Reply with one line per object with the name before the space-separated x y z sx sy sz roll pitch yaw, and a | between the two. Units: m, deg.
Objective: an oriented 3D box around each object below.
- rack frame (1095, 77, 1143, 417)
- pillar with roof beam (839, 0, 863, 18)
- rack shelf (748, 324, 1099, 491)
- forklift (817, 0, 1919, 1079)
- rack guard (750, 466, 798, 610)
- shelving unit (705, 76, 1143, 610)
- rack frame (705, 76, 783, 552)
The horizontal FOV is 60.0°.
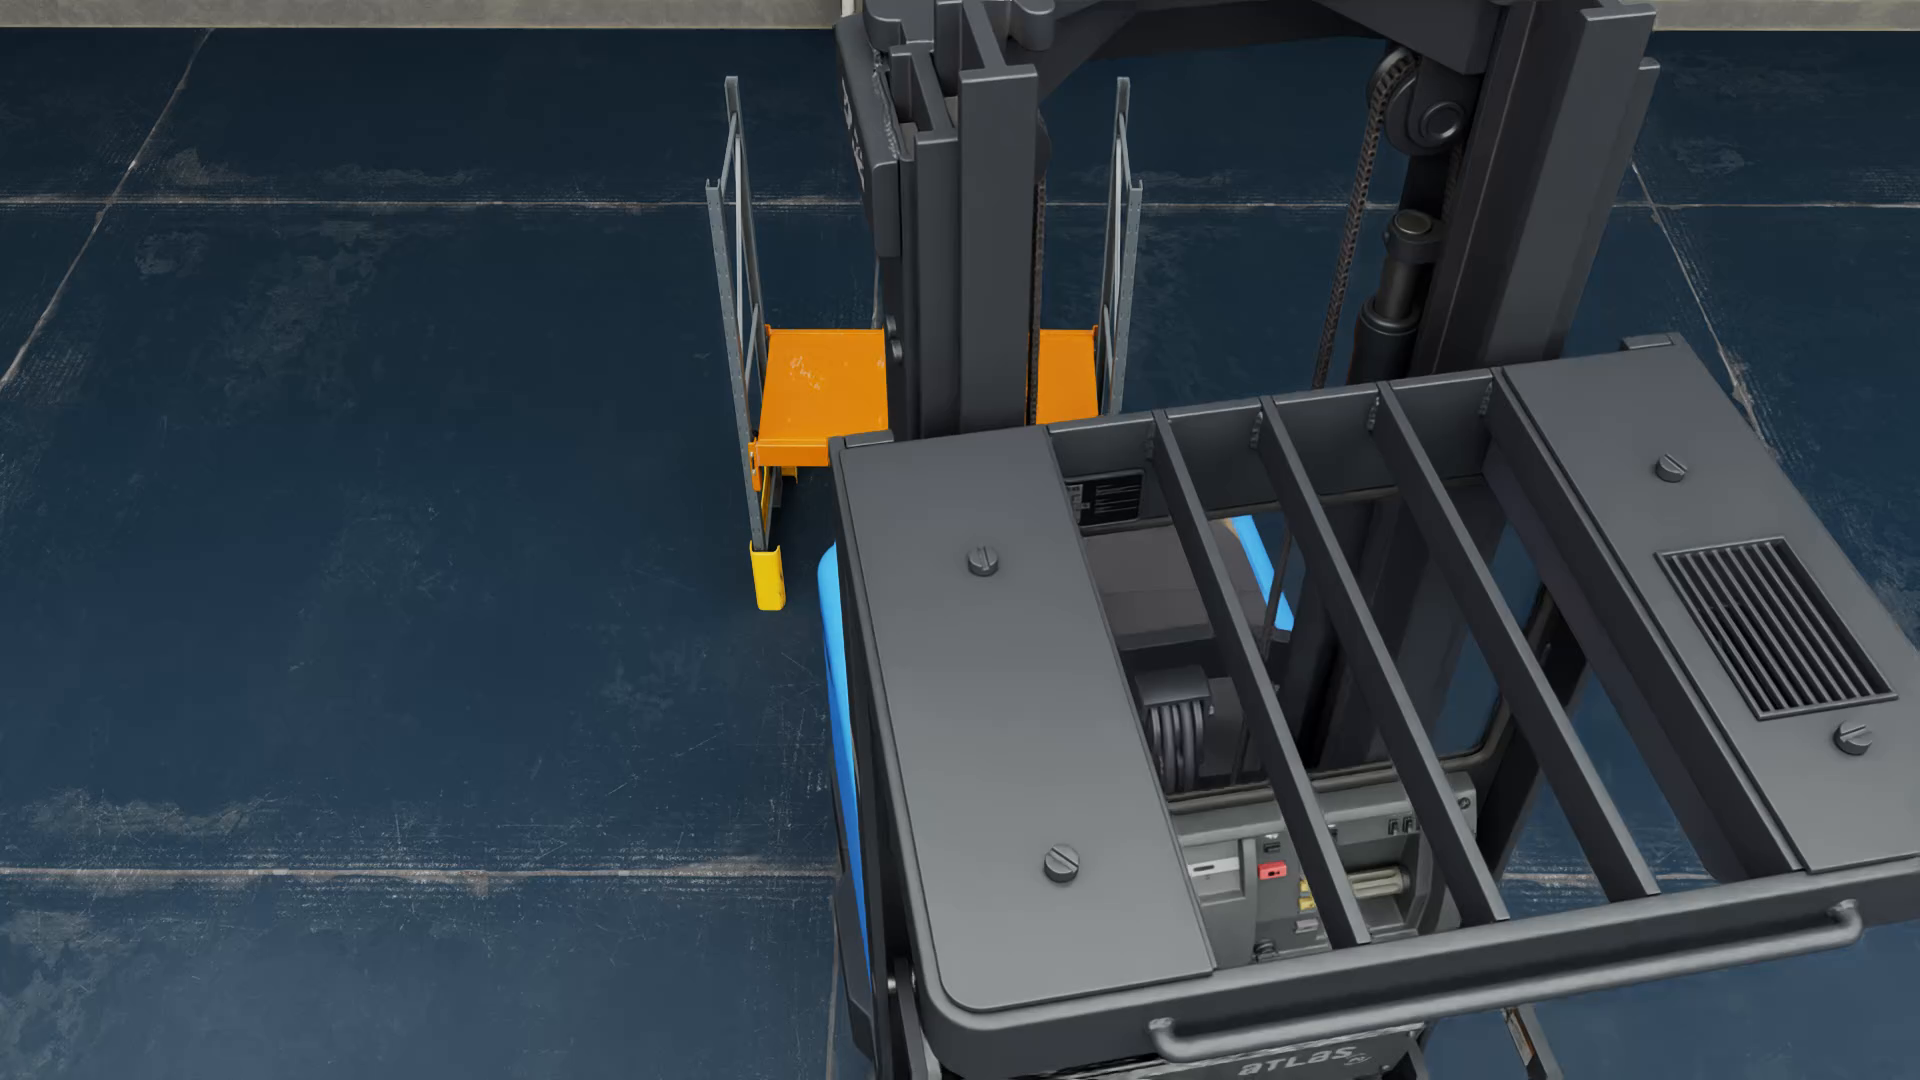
rack frame | 0.423 -0.510 4.700 0.032 1.500 0.500 0 47 0
pillar with roof beam | -0.321 -2.089 1.047 0.400 9.000 9.100 0 47 0
rack shelf | -0.085 -0.389 4.833 1.000 0.185 0.538 0 47 0
forklift | 0.431 0.728 2.570 1.130 2.935 3.031 -8 48 -7
rack guard | -0.574 -0.087 5.160 0.087 0.250 0.587 0 47 0
shelving unit | -0.076 -0.511 4.701 1.083 1.500 0.587 0 47 0
rack frame | -0.594 -0.513 4.703 0.032 1.500 0.500 0 47 0
